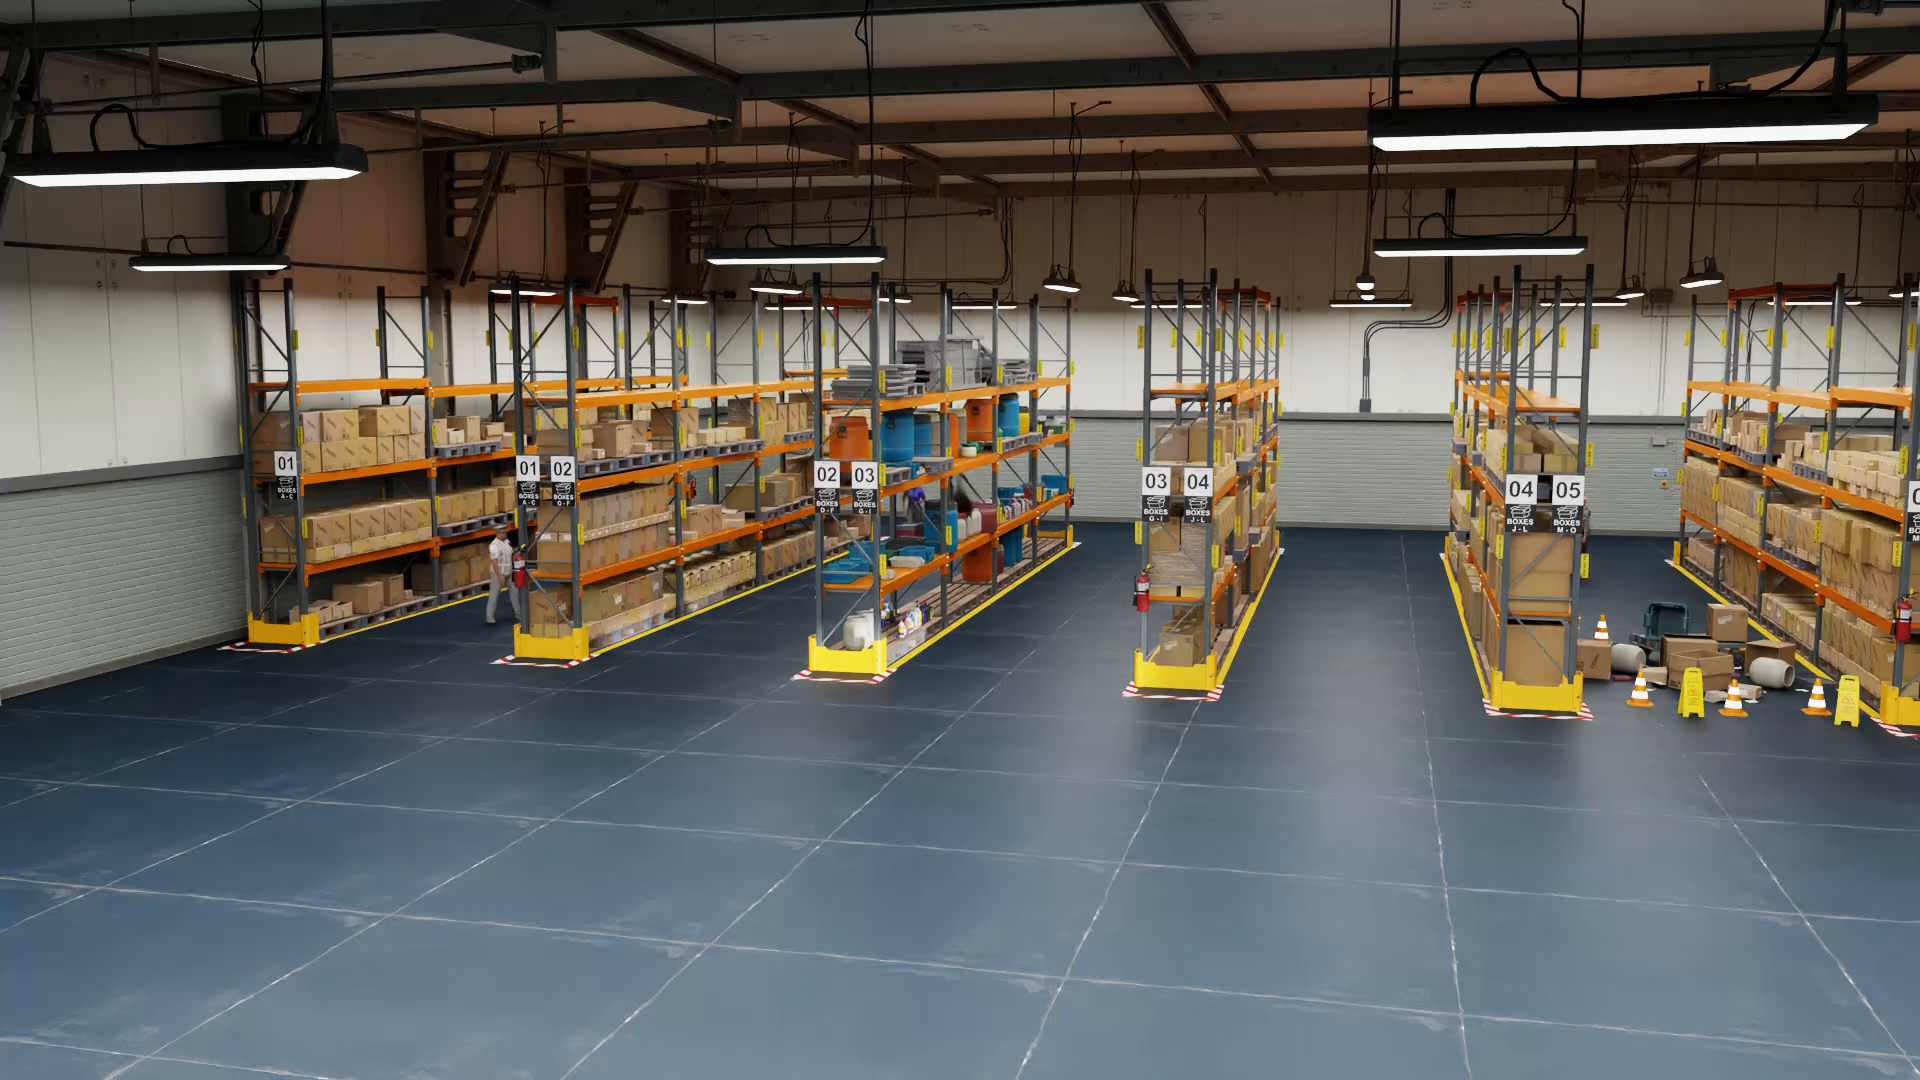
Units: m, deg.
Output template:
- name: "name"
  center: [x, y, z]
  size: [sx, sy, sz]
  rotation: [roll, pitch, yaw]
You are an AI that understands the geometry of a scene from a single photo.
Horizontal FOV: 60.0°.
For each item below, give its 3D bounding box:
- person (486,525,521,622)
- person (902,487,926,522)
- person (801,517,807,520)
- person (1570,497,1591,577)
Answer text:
- name: "person"
  center: [-8.084, 0.595, 29.619]
  size: [0.638, 1.763, 0.710]
  rotation: [4, 8, 28]
- name: "person"
  center: [-1.150, -0.710, 40.734]
  size: [0.628, 1.595, 1.028]
  rotation: [2, 7, 15]
- name: "person"
  center: [-4.685, -1.392, 46.508]
  size: [0.907, 1.624, 0.522]
  rotation: [4, 8, 28]
- name: "person"
  center: [13.138, -0.076, 35.323]
  size: [0.467, 1.726, 0.580]
  rotation: [3, 8, 25]
